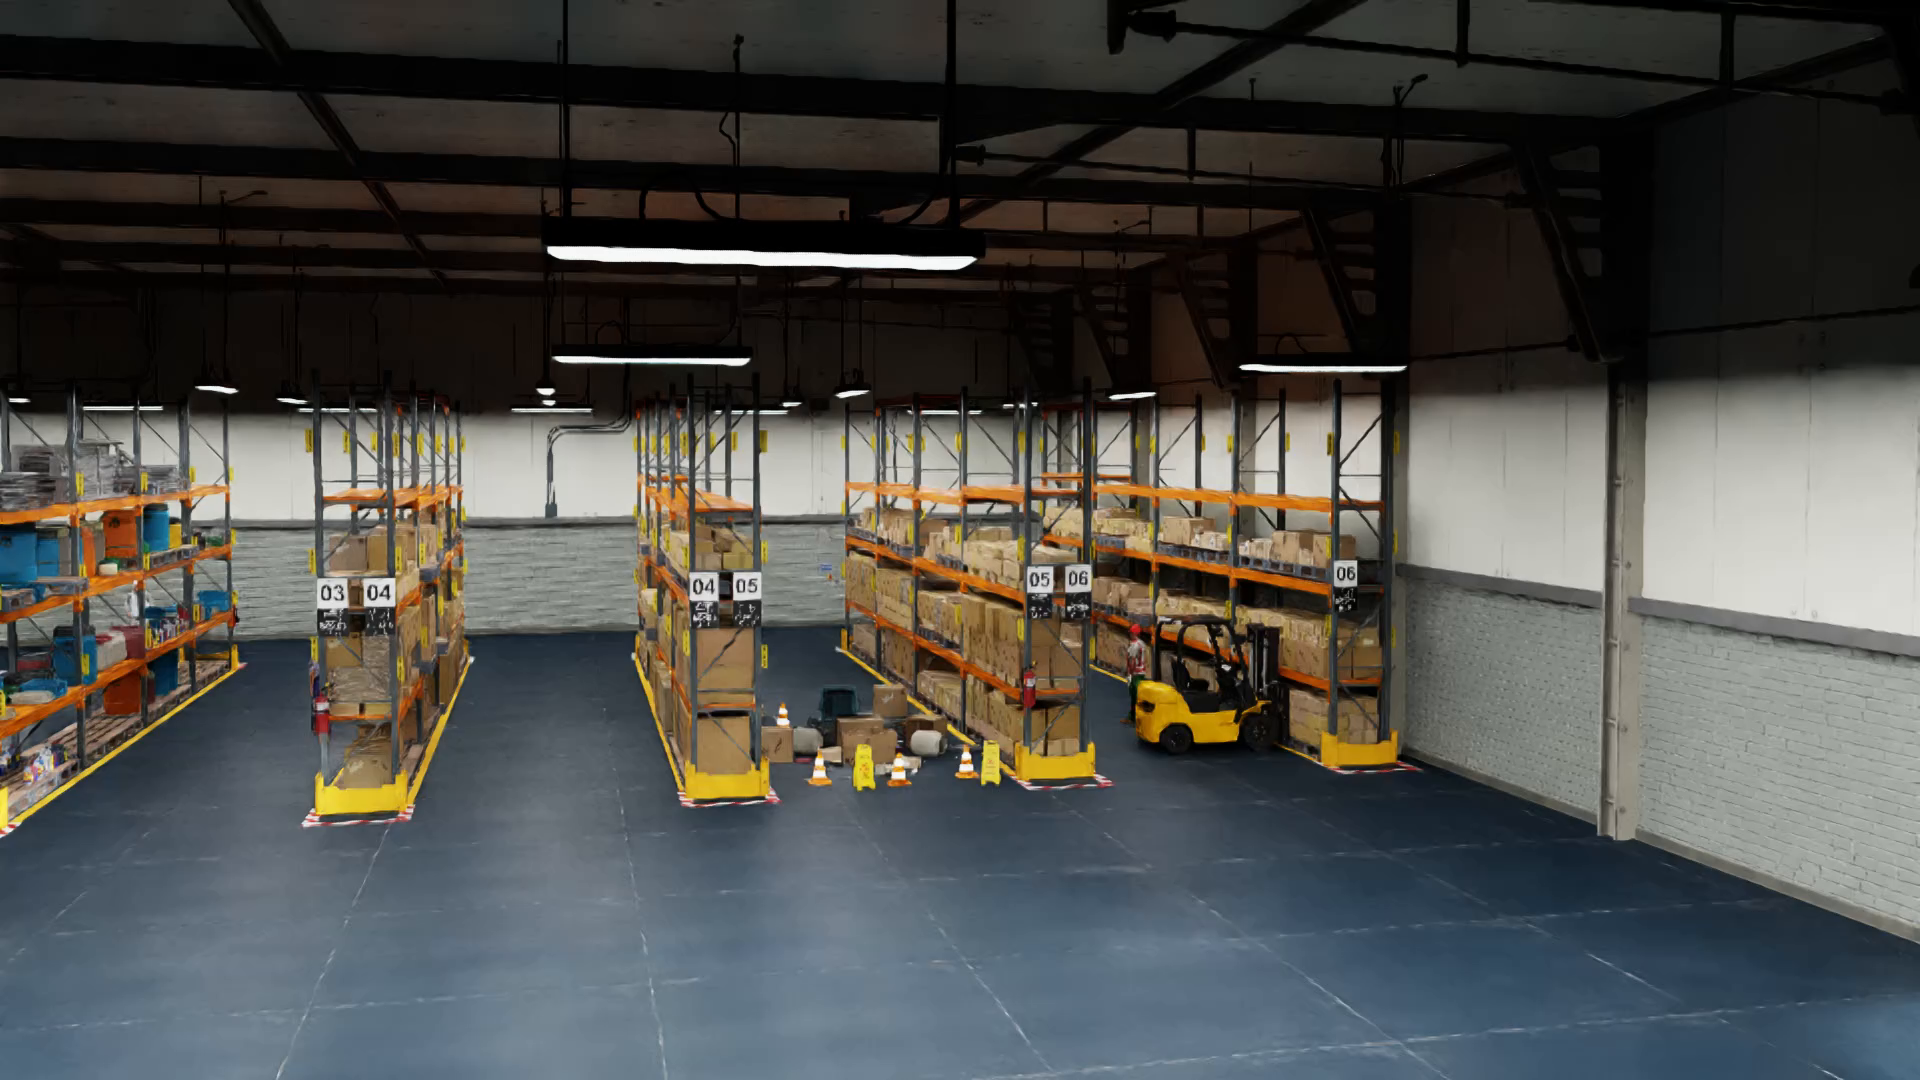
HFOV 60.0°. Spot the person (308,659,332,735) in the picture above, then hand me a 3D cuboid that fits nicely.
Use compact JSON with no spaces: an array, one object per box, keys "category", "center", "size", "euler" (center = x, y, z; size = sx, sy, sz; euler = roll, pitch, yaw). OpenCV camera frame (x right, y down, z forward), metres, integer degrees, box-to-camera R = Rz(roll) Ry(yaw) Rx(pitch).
[{"category":"person","center":[-11.047,2.511,28.709],"size":[0.550,1.642,0.583],"euler":[1,3,13]}]

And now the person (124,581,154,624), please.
[{"category":"person","center":[-20.024,1.805,40.579],"size":[0.677,1.726,0.574],"euler":[-1,3,-15]}]

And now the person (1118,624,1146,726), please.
[{"category":"person","center":[3.087,2.389,29.556],"size":[0.569,1.786,0.653],"euler":[1,3,15]}]

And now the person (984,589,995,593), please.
[{"category":"person","center":[0.796,1.692,43.113],"size":[0.686,1.650,0.517],"euler":[-3,4,-40]}]
